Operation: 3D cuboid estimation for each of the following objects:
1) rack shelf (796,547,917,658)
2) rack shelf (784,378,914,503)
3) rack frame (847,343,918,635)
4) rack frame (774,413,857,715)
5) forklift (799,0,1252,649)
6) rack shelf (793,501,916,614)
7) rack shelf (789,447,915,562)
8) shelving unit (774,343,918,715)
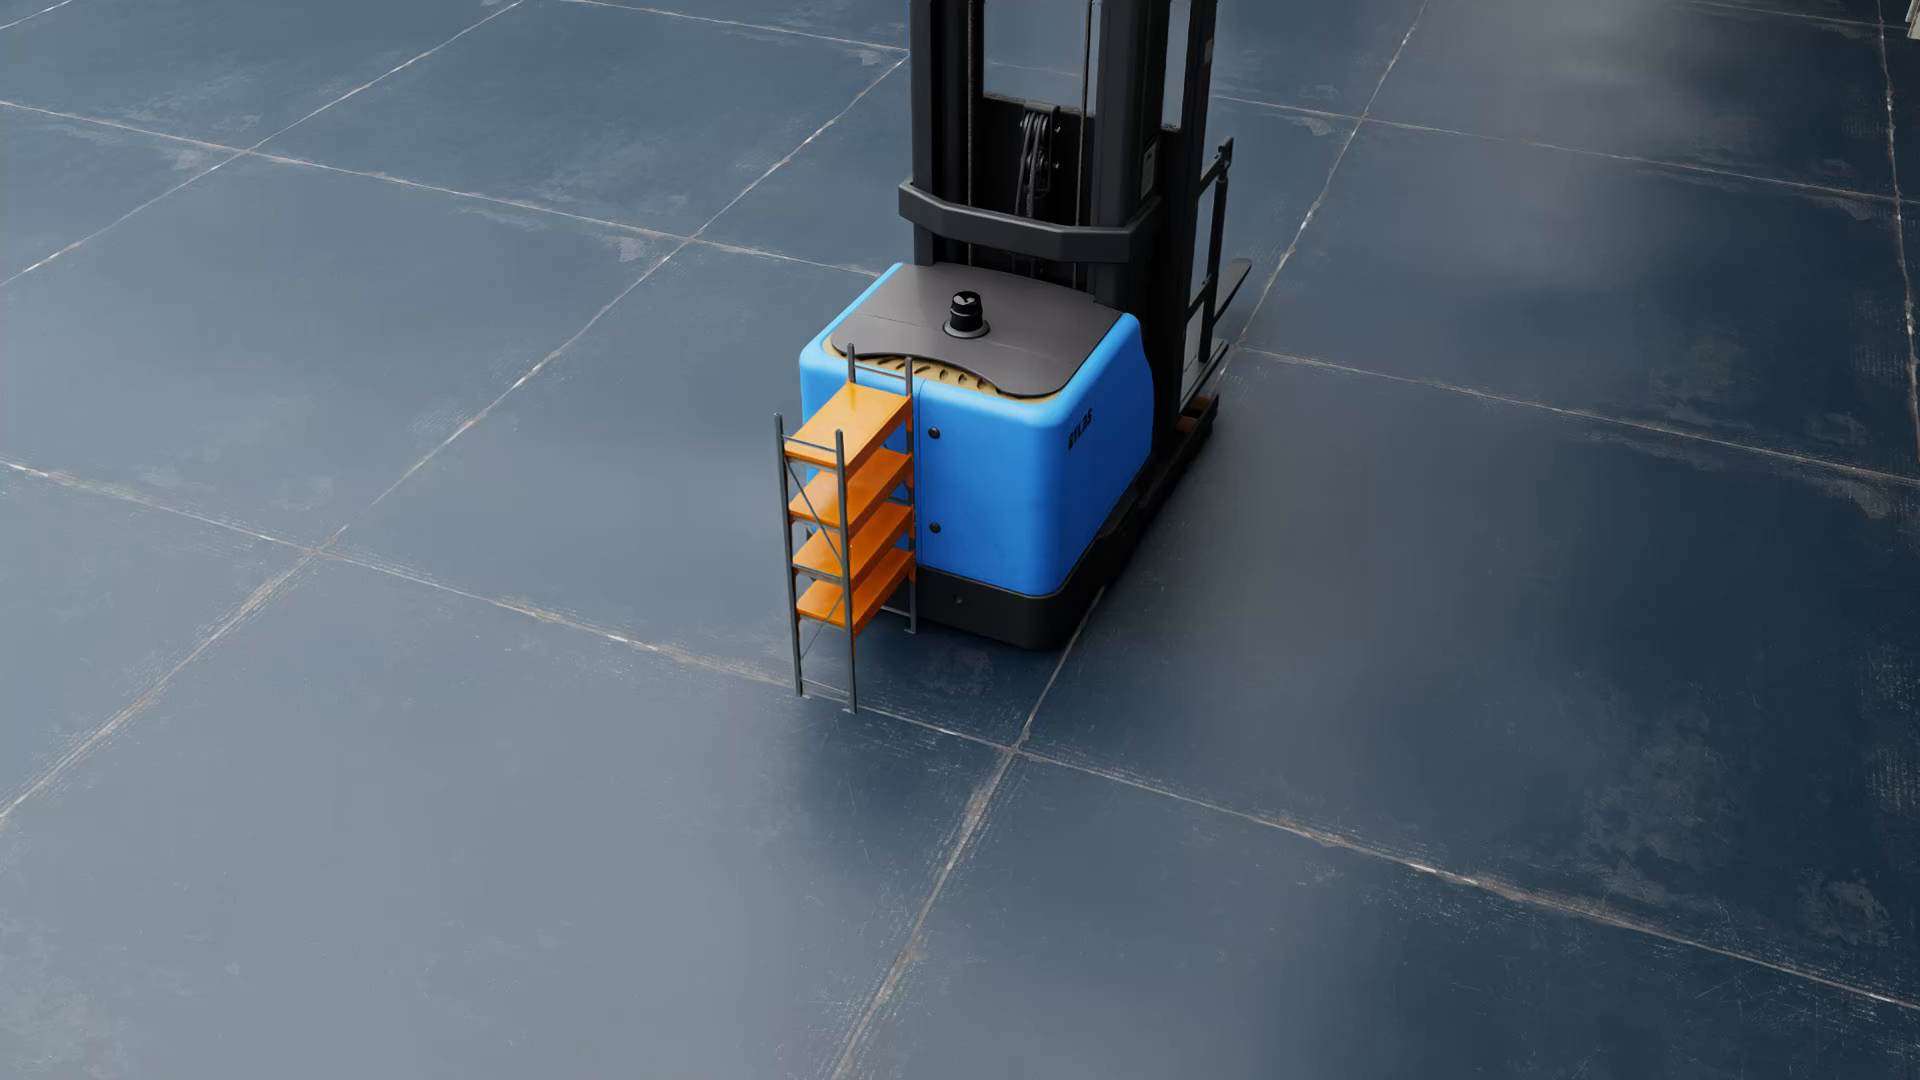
[{"bbox_3d":[-0.375,0.190,5.937,0.258,0.148,0.480,16,40,20],"label":"rack shelf"},{"bbox_3d":[-0.375,-0.338,5.543,0.258,0.148,0.480,16,40,20],"label":"rack shelf"},{"bbox_3d":[-0.272,-0.155,5.955,0.240,1.200,0.015,16,40,20],"label":"rack frame"},{"bbox_3d":[-0.479,0.110,5.601,0.240,1.200,0.015,16,40,20],"label":"rack frame"},{"bbox_3d":[0.497,-1.648,6.507,1.130,2.935,3.031,16,40,20],"label":"forklift"},{"bbox_3d":[-0.375,0.031,5.819,0.258,0.148,0.480,16,40,20],"label":"rack shelf"},{"bbox_3d":[-0.375,-0.148,5.685,0.258,0.148,0.480,16,40,20],"label":"rack shelf"},{"bbox_3d":[-0.375,-0.023,5.778,0.258,1.200,0.503,16,40,20],"label":"shelving unit"}]
